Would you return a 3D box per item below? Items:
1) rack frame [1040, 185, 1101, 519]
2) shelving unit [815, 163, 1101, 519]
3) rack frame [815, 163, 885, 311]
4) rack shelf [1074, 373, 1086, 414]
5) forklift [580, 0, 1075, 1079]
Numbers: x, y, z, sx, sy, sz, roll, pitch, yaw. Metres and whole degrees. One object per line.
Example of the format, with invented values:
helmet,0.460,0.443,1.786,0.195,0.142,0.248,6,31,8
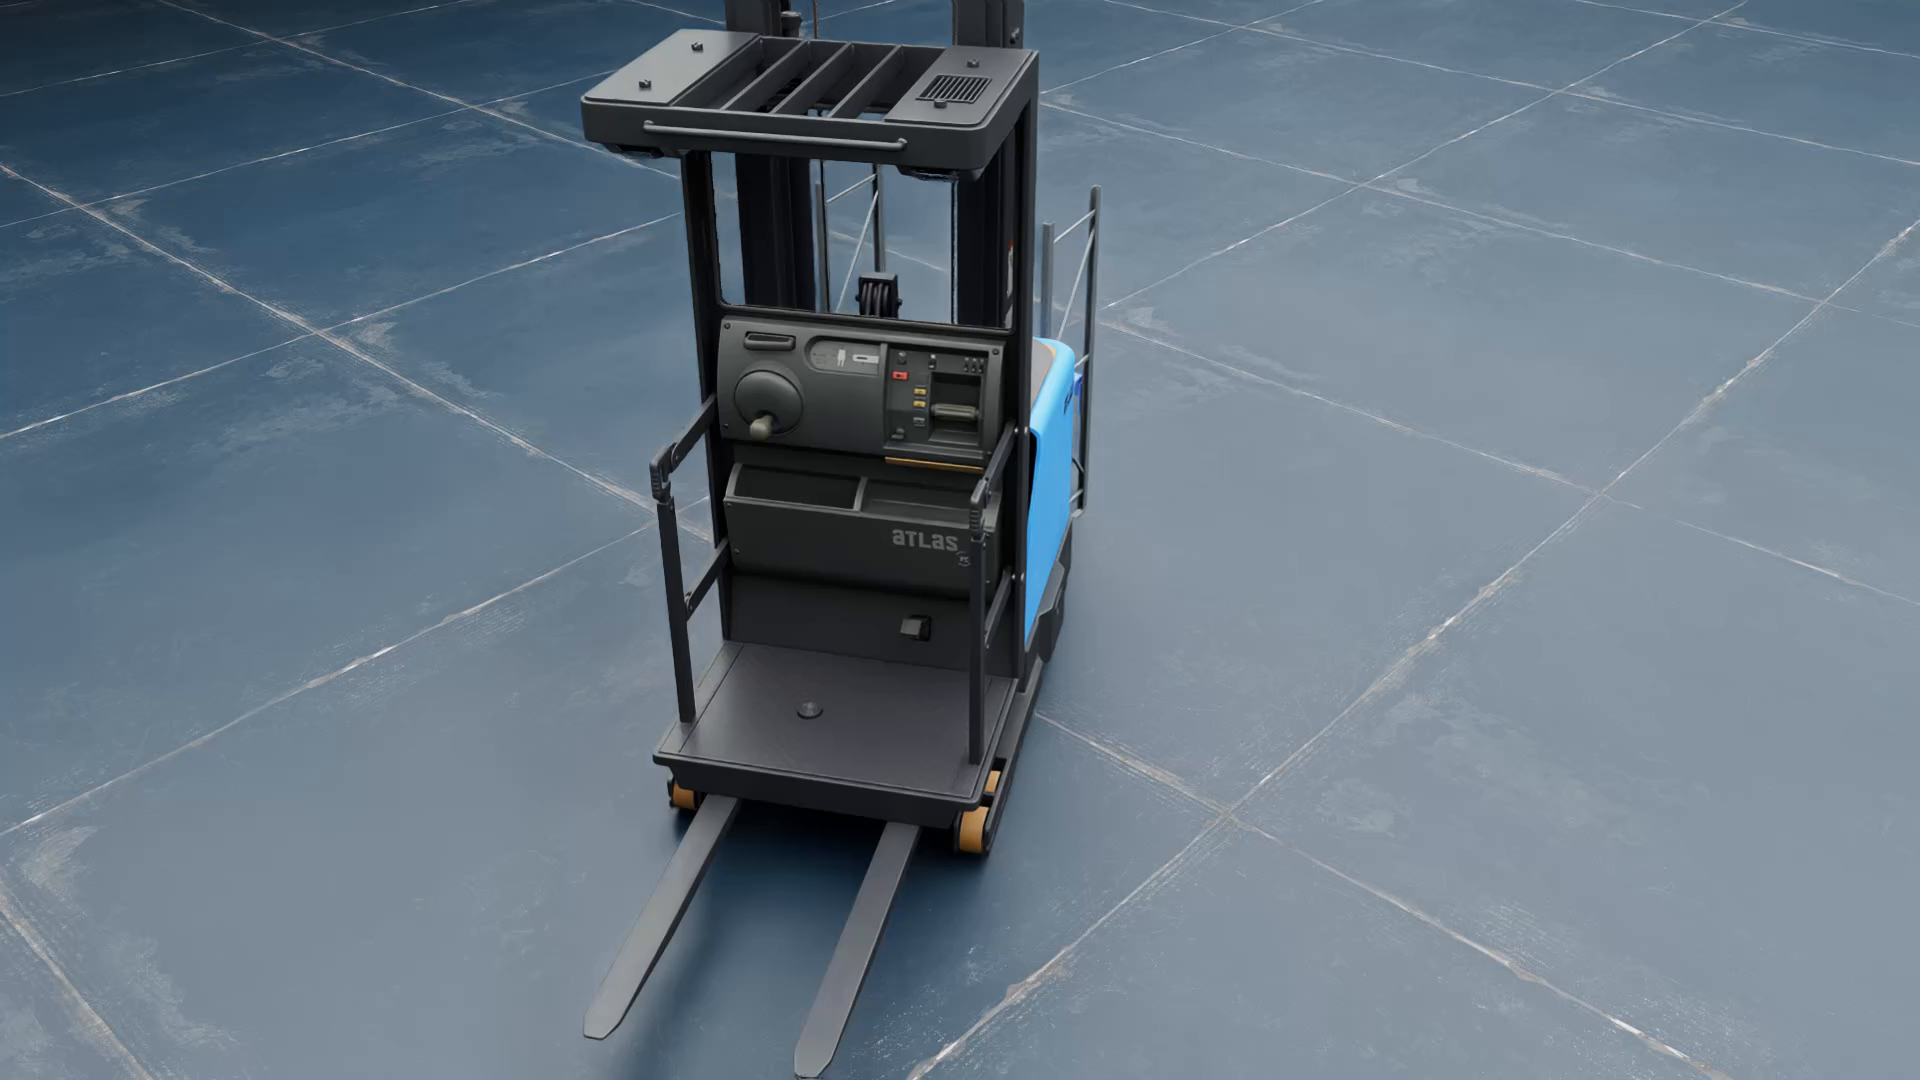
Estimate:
rack frame,0.443,-0.676,6.919,0.032,1.500,0.500,15,34,23
shelving unit,-0.008,-0.797,7.119,1.048,1.500,0.538,15,34,23
rack frame,-0.460,-0.917,7.319,0.032,1.500,0.500,15,34,23
rack shelf,-0.008,-0.642,7.212,1.000,0.185,0.538,15,34,23
forklift,-0.370,-0.428,5.119,1.130,2.935,3.031,7,32,11
